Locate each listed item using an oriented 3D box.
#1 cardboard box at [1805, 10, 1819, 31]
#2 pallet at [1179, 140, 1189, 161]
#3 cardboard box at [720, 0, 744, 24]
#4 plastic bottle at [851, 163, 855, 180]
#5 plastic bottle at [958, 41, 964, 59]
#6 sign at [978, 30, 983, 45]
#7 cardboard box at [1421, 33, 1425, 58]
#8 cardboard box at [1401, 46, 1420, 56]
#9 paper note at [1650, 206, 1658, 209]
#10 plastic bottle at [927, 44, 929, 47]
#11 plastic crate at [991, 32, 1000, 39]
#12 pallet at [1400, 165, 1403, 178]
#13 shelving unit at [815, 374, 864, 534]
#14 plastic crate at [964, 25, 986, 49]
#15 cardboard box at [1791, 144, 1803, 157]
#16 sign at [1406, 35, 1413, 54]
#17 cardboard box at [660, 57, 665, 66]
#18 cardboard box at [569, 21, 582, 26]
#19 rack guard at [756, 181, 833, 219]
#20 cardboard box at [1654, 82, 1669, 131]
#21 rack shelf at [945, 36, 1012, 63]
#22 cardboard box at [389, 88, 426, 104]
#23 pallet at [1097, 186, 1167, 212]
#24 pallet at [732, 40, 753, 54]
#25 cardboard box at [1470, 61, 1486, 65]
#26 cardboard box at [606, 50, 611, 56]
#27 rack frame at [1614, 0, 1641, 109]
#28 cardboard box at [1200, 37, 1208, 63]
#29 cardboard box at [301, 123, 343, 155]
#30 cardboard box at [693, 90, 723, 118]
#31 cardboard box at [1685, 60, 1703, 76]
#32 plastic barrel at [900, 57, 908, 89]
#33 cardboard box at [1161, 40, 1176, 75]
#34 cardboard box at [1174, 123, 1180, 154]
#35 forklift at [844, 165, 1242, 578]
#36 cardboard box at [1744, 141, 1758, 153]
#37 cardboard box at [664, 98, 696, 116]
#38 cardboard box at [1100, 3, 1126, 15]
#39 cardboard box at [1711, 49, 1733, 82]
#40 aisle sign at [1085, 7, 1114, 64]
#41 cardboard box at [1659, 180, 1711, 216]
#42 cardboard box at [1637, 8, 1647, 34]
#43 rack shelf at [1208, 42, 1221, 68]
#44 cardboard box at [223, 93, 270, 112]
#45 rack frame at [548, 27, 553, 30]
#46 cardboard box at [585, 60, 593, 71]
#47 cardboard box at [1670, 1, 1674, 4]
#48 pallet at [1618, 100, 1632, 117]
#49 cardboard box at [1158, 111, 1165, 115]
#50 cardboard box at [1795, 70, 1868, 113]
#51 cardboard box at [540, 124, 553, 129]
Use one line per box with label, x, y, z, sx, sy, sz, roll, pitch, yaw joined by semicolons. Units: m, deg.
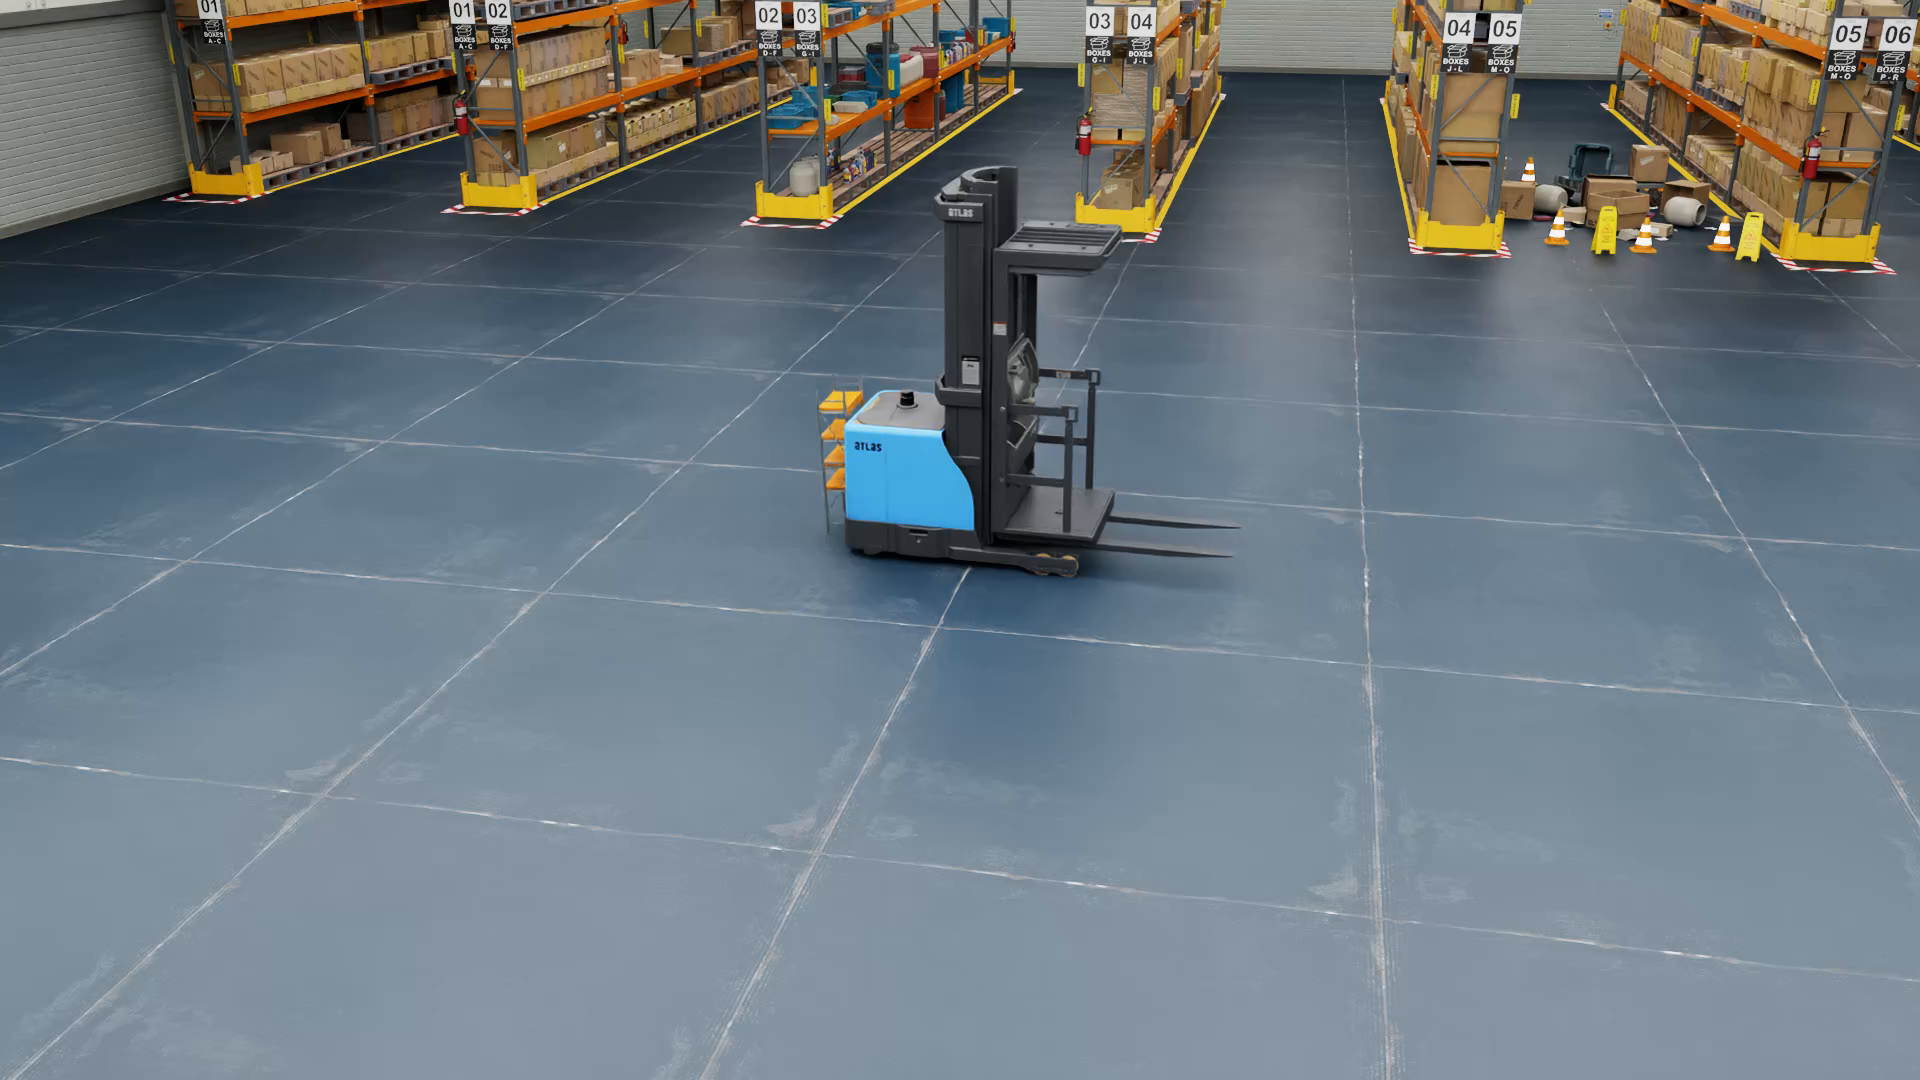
cardboard box;11.968;-7.130;22.860;0.500;0.250;0.500;4;22;10
pallet;3.780;-7.382;31.430;1.003;0.211;1.213;4;22;11
cardboard box;-5.090;-11.895;37.432;0.500;0.500;0.500;5;22;11
plastic bottle;-1.795;-6.116;27.617;0.097;0.271;0.097;0;22;0
plastic bottle;0.003;-10.350;35.133;0.144;0.351;0.185;4;22;11
sign;0.446;-10.887;36.031;0.100;0.325;0.005;4;22;11
cardboard box;8.573;-8.708;29.517;0.700;0.500;0.500;4;22;10
cardboard box;8.427;-9.114;30.977;0.380;0.149;0.250;4;22;9
paper note;11.048;-5.302;26.507;0.148;0.019;0.142;4;22;11
plastic bottle;-0.684;-10.427;35.432;0.097;0.271;0.097;0;22;0
plastic crate;0.735;-11.858;39.084;0.396;0.136;0.243;4;22;11
pallet;8.290;-6.525;29.303;1.003;0.211;1.213;4;22;11
shelving unit;-0.940;-0.700;13.499;0.258;1.200;0.503;2;22;12
plastic crate;0.336;-11.166;36.928;0.402;0.464;0.583;4;22;11
cardboard box;11.820;-5.417;23.156;0.380;0.149;0.250;4;22;10
sign;8.243;-9.084;30.481;0.100;0.325;0.005;4;22;11
cardboard box;-6.128;-9.364;32.738;0.500;0.311;0.500;4;22;10
cardboard box;-9.509;-12.159;39.159;0.980;0.700;0.700;4;22;10
rack guard;-2.571;-5.285;25.836;1.175;0.500;0.348;4;22;11
cardboard box;14.410;-8.645;33.115;0.875;0.875;0.875;5;23;13
rack shelf;0.316;-11.199;38.139;1.077;0.370;4.000;4;22;11
cardboard box;-10.980;-8.827;33.038;0.500;0.250;0.500;4;22;11
pallet;2.775;-5.509;26.779;1.003;0.211;1.213;4;22;11
pallet;-5.210;-10.807;36.460;1.003;0.211;1.213;4;22;11
cardboard box;7.526;-6.726;24.423;0.875;0.550;0.550;4;22;11
cardboard box;-8.867;-12.031;41.157;0.380;0.149;0.250;4;22;10
rack frame;15.275;-11.131;37.007;1.000;3.000;0.127;4;22;11
cardboard box;4.821;-10.098;34.308;0.500;0.500;0.500;5;23;13
cardboard box;-11.595;-7.293;30.234;0.500;0.500;0.500;3;22;7
cardboard box;-5.282;-9.099;34.717;0.500;0.500;0.500;4;22;9
cardboard box;13.492;-8.564;30.165;0.500;0.250;0.500;4;22;11
plastic barrel;-1.165;-8.540;30.392;0.433;0.535;0.433;0;22;0
cardboard box;3.201;-7.778;26.810;0.500;0.500;0.500;4;22;11
cardboard box;3.614;-7.347;30.369;0.700;0.500;0.500;6;23;15
forklift;0.669;-1.289;12.662;3.031;2.935;1.130;5;23;13
cardboard box;12.357;-6.074;25.698;0.380;0.149;0.250;5;22;12
cardboard box;-5.622;-8.687;33.305;0.500;0.311;0.500;5;22;12
cardboard box;2.228;-7.753;24.272;0.380;0.149;0.250;4;22;9
cardboard box;13.123;-8.052;28.267;0.500;0.500;0.500;5;22;12
aisle sign;2.002;-7.241;23.869;0.394;0.787;0.004;4;22;11
cardboard box;11.275;-5.296;25.861;0.500;0.500;0.500;-16;27;-35
cardboard box;14.601;-10.927;35.027;0.500;0.500;0.500;5;22;11
rack shelf;5.165;-10.822;37.201;1.077;0.370;4.000;4;22;11
cardboard box;-11.829;-7.262;27.574;0.500;0.250;0.500;4;22;9
rack frame;-9.790;-11.557;38.063;1.000;3.000;0.127;4;22;11
cardboard box;-6.574;-8.204;28.736;0.380;0.149;0.250;4;22;11
cardboard box;15.119;-11.230;34.913;0.380;0.149;0.250;5;23;13
pallet;15.188;-9.539;36.787;1.003;0.211;1.213;4;22;11
cardboard box;3.048;-6.733;26.423;0.380;0.149;0.250;4;22;11
cardboard box;11.900;-6.131;22.722;0.700;0.500;0.500;4;22;10
cardboard box;-7.278;-6.827;28.435;0.500;0.500;0.500;4;22;11
